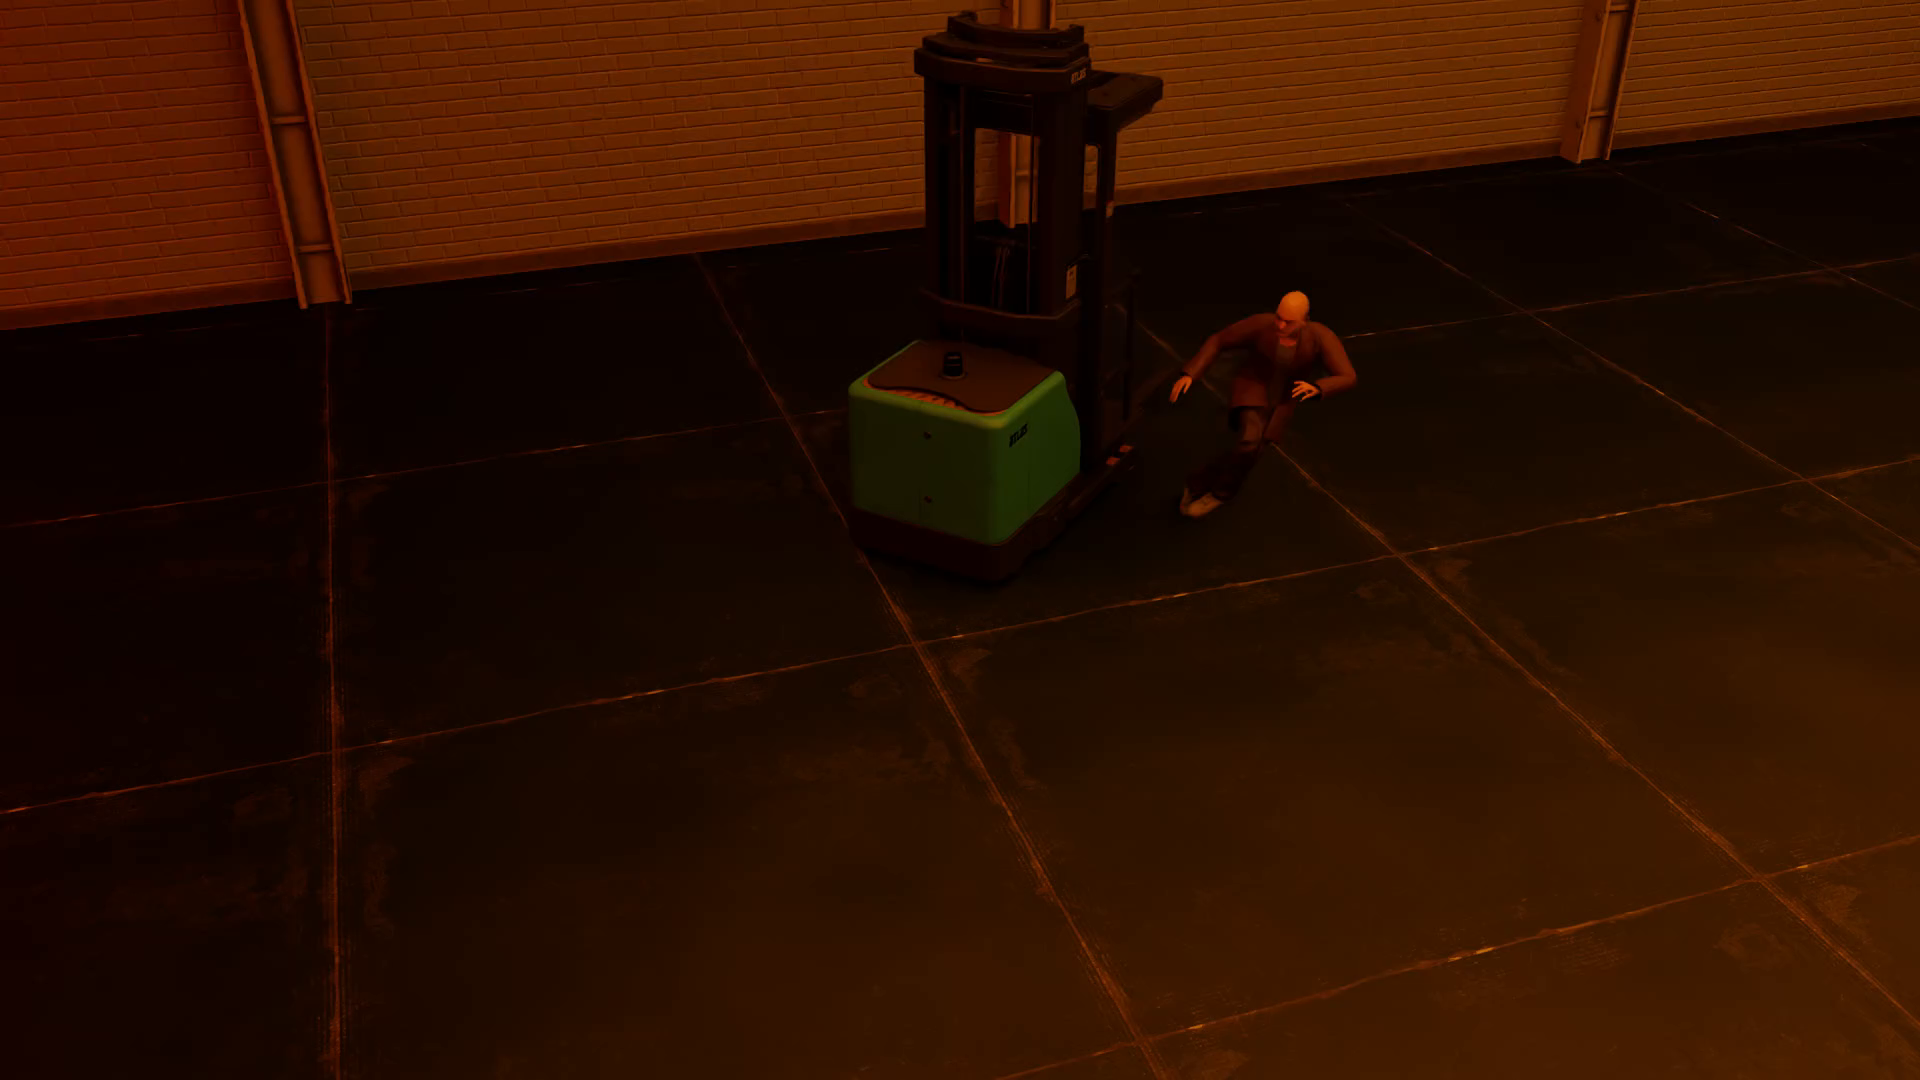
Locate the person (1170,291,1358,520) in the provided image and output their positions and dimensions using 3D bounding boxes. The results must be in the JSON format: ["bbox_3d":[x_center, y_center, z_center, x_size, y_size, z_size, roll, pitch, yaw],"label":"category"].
[{"bbox_3d":[1.755,-0.750,9.808,1.033,1.544,0.906,0,30,1],"label":"person"}]

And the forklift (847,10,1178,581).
[{"bbox_3d":[0.506,-1.738,10.108,1.130,2.935,3.031,16,33,25],"label":"forklift"}]
